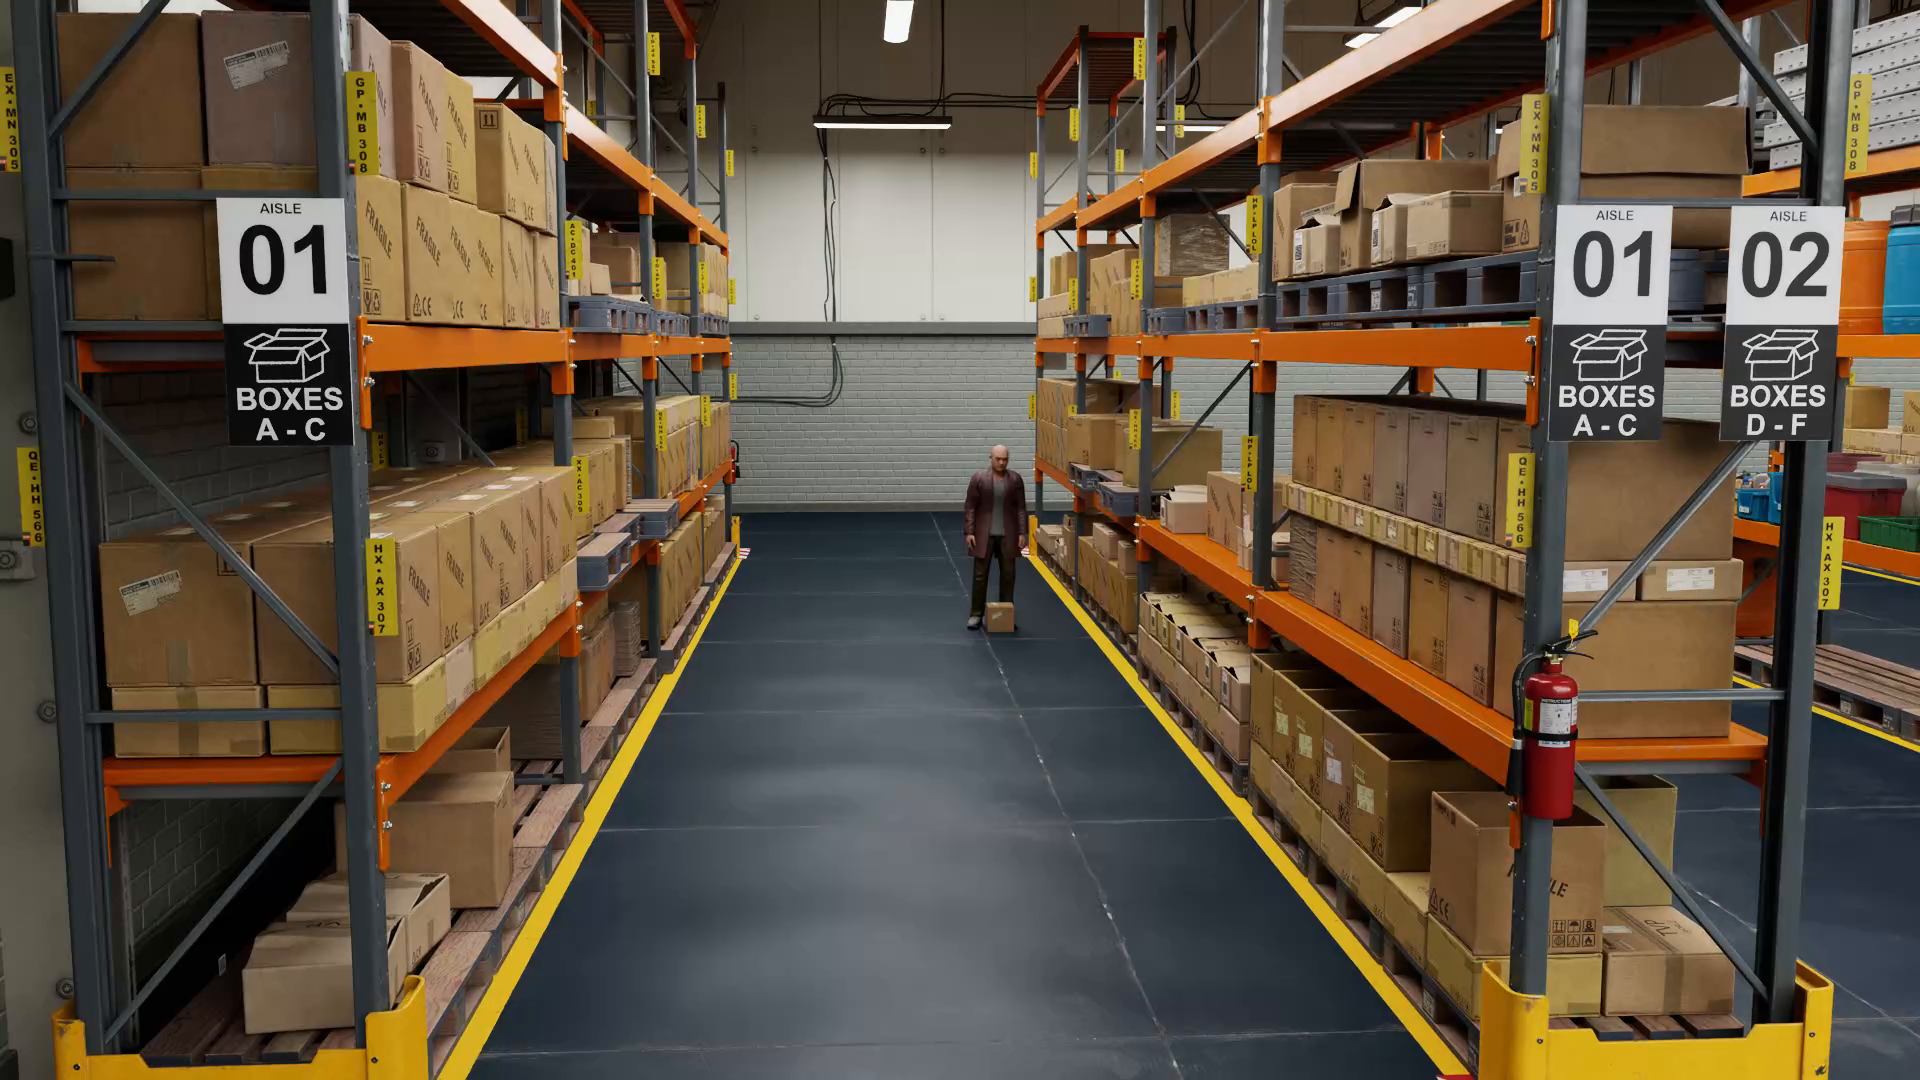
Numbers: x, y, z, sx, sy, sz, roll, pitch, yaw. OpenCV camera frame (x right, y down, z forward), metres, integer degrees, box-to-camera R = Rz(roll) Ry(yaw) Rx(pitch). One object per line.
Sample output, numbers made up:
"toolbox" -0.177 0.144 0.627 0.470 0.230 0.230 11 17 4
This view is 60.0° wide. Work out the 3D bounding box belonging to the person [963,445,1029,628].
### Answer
"person" 0.353 -0.041 16.157 0.648 1.772 0.433 -1 7 -7
